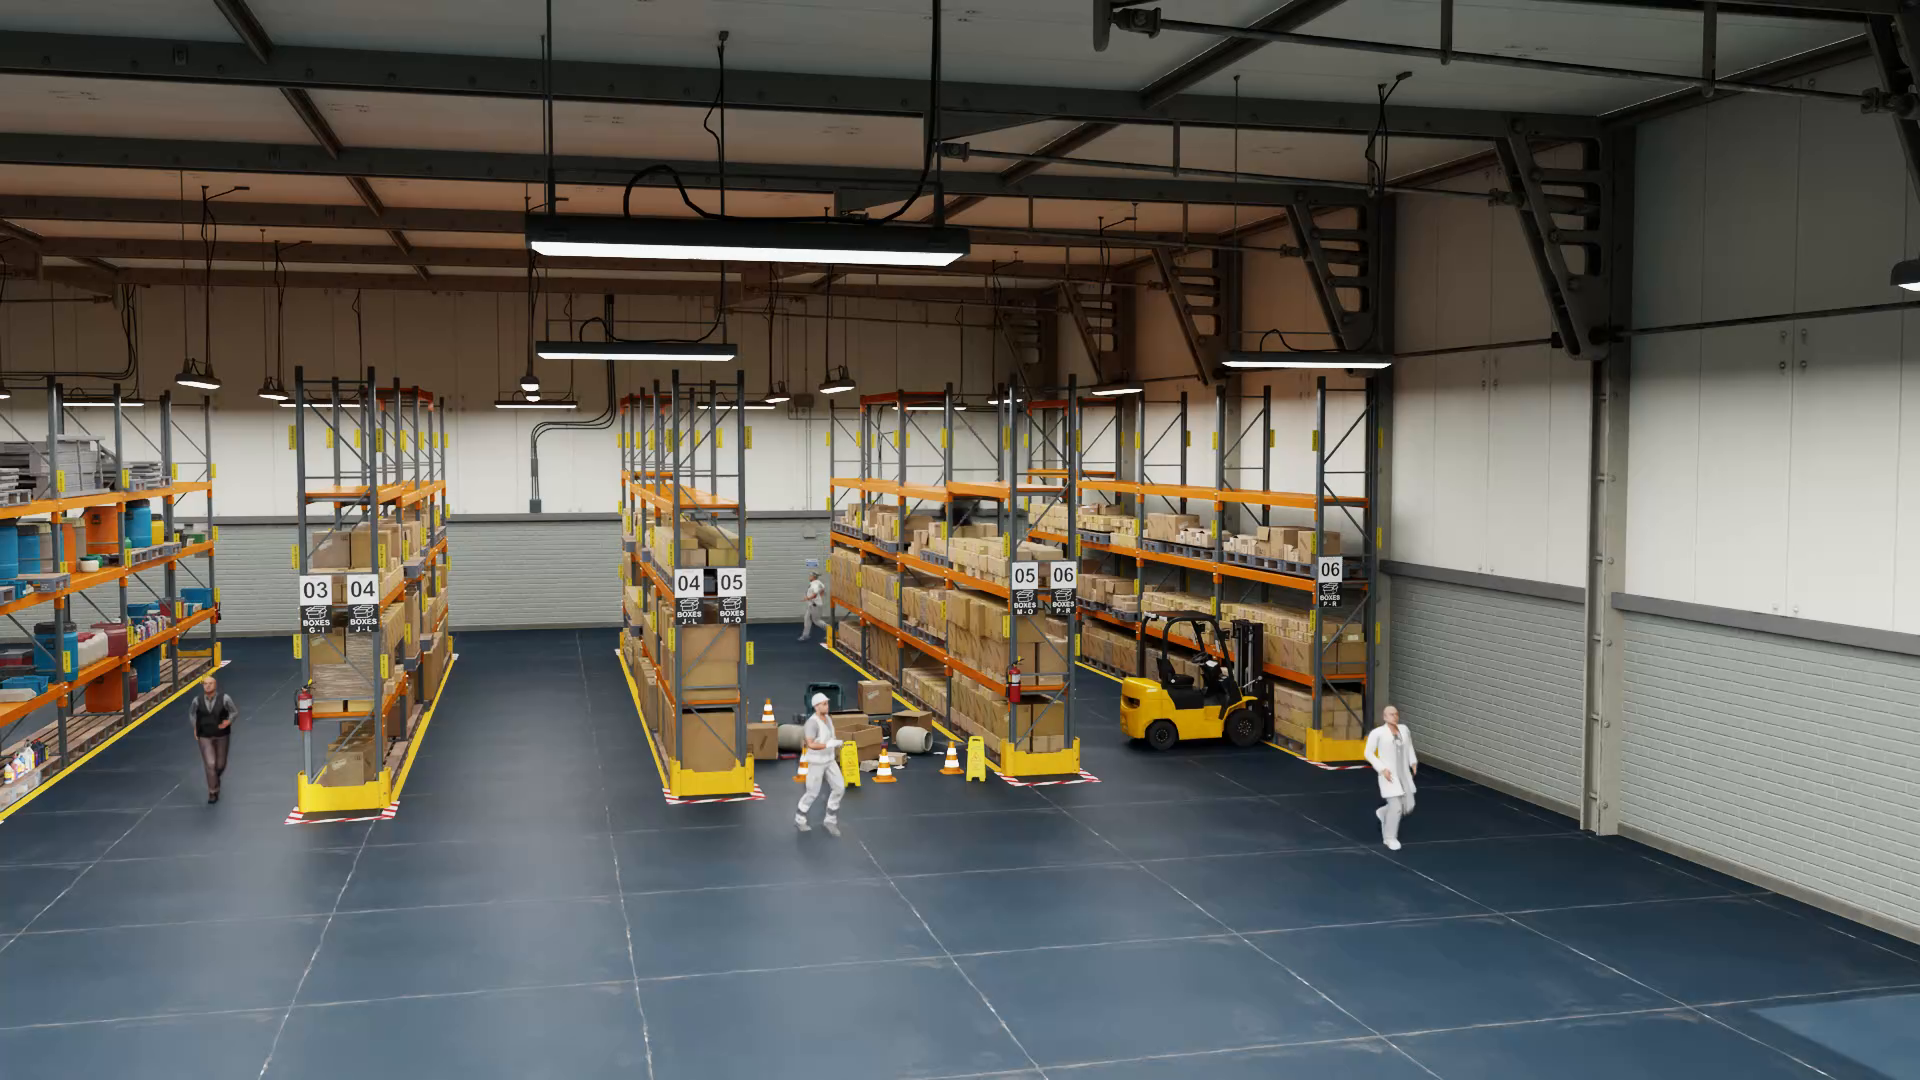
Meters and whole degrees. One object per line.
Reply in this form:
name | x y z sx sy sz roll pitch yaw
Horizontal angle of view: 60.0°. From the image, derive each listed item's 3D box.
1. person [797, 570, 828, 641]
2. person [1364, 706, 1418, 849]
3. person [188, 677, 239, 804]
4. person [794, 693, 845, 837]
person | -3.606 1.642 41.477 0.949 1.794 0.678 0 3 -4
person | 5.330 2.914 20.533 0.705 1.745 0.588 -1 4 -19
person | -10.439 2.771 23.267 0.656 1.719 0.800 -1 4 -23
person | -1.759 2.855 21.019 0.776 1.851 0.665 2 4 32
